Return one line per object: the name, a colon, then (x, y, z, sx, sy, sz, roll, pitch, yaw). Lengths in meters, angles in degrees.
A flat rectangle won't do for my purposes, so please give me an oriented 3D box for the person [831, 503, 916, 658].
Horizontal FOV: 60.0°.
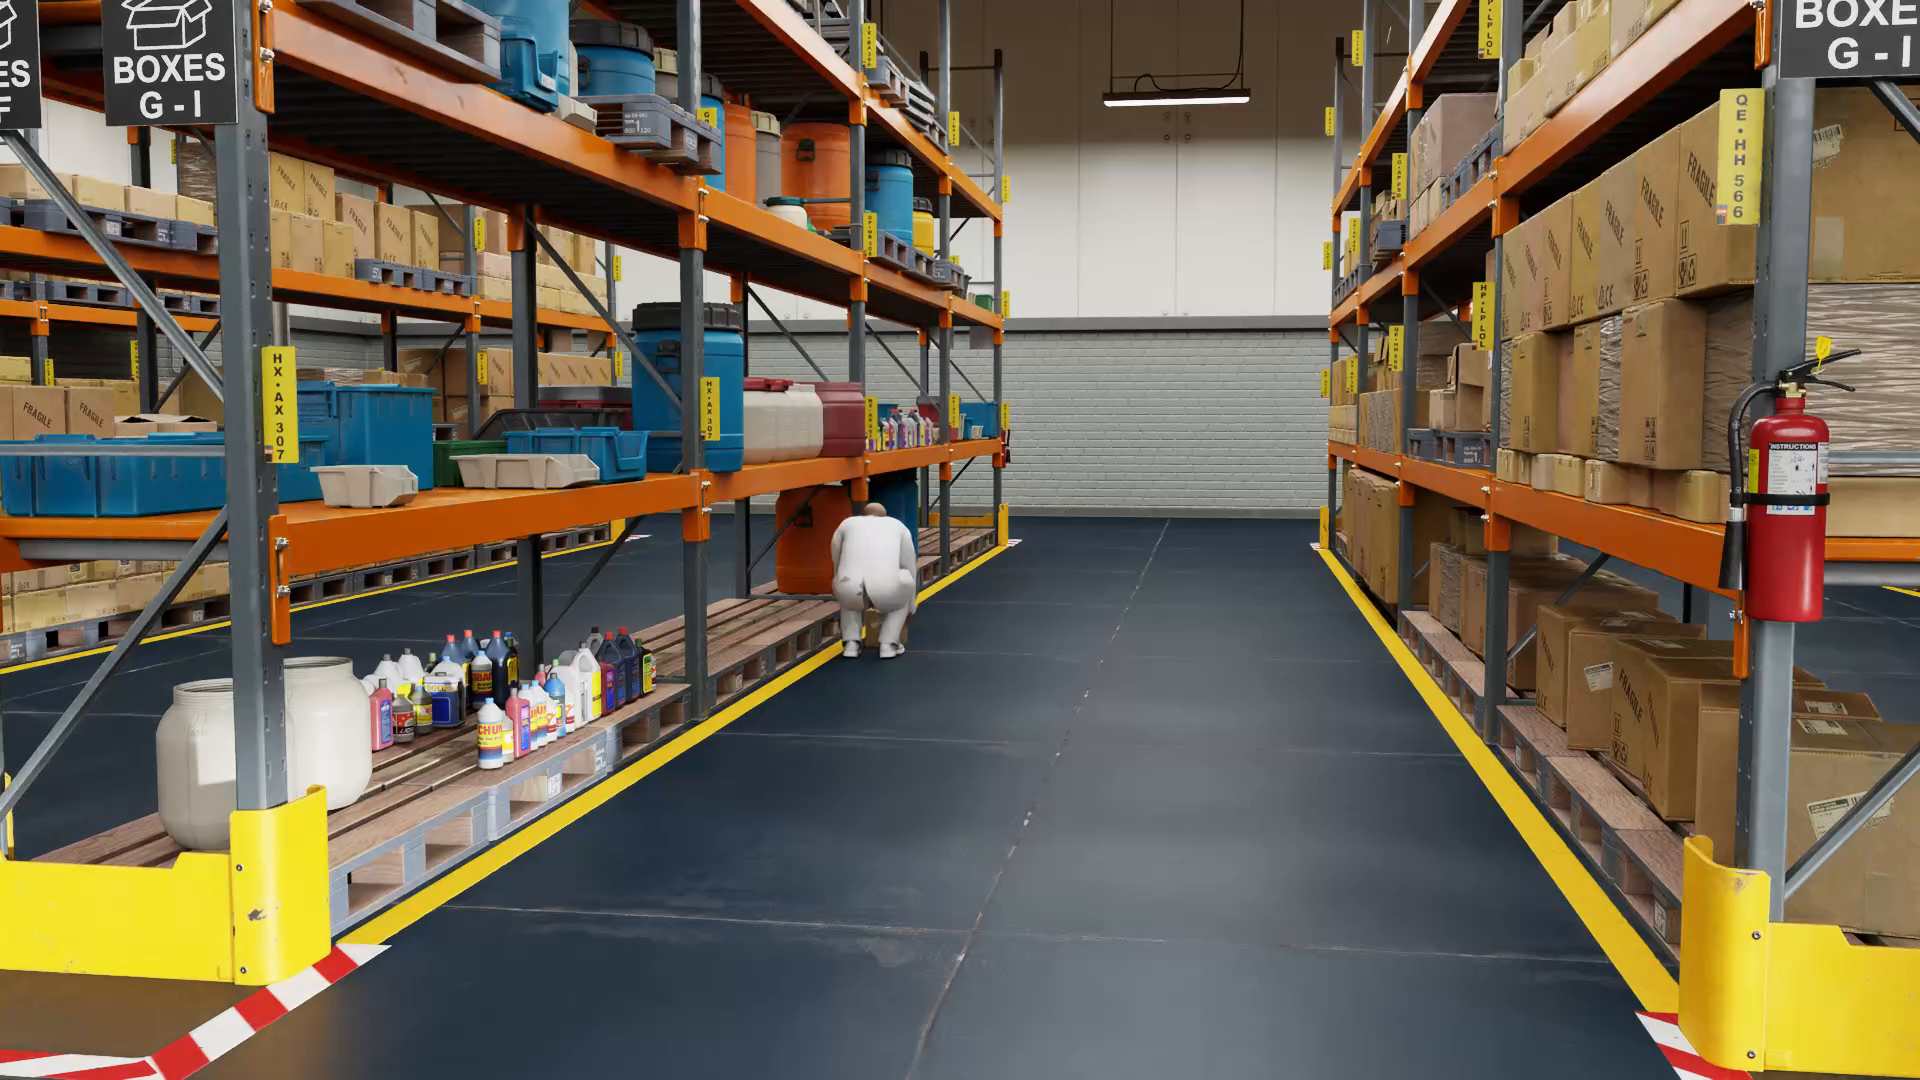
person: (-0.593, 0.264, 11.229, 0.610, 1.002, 0.903, 1, 4, 8)
